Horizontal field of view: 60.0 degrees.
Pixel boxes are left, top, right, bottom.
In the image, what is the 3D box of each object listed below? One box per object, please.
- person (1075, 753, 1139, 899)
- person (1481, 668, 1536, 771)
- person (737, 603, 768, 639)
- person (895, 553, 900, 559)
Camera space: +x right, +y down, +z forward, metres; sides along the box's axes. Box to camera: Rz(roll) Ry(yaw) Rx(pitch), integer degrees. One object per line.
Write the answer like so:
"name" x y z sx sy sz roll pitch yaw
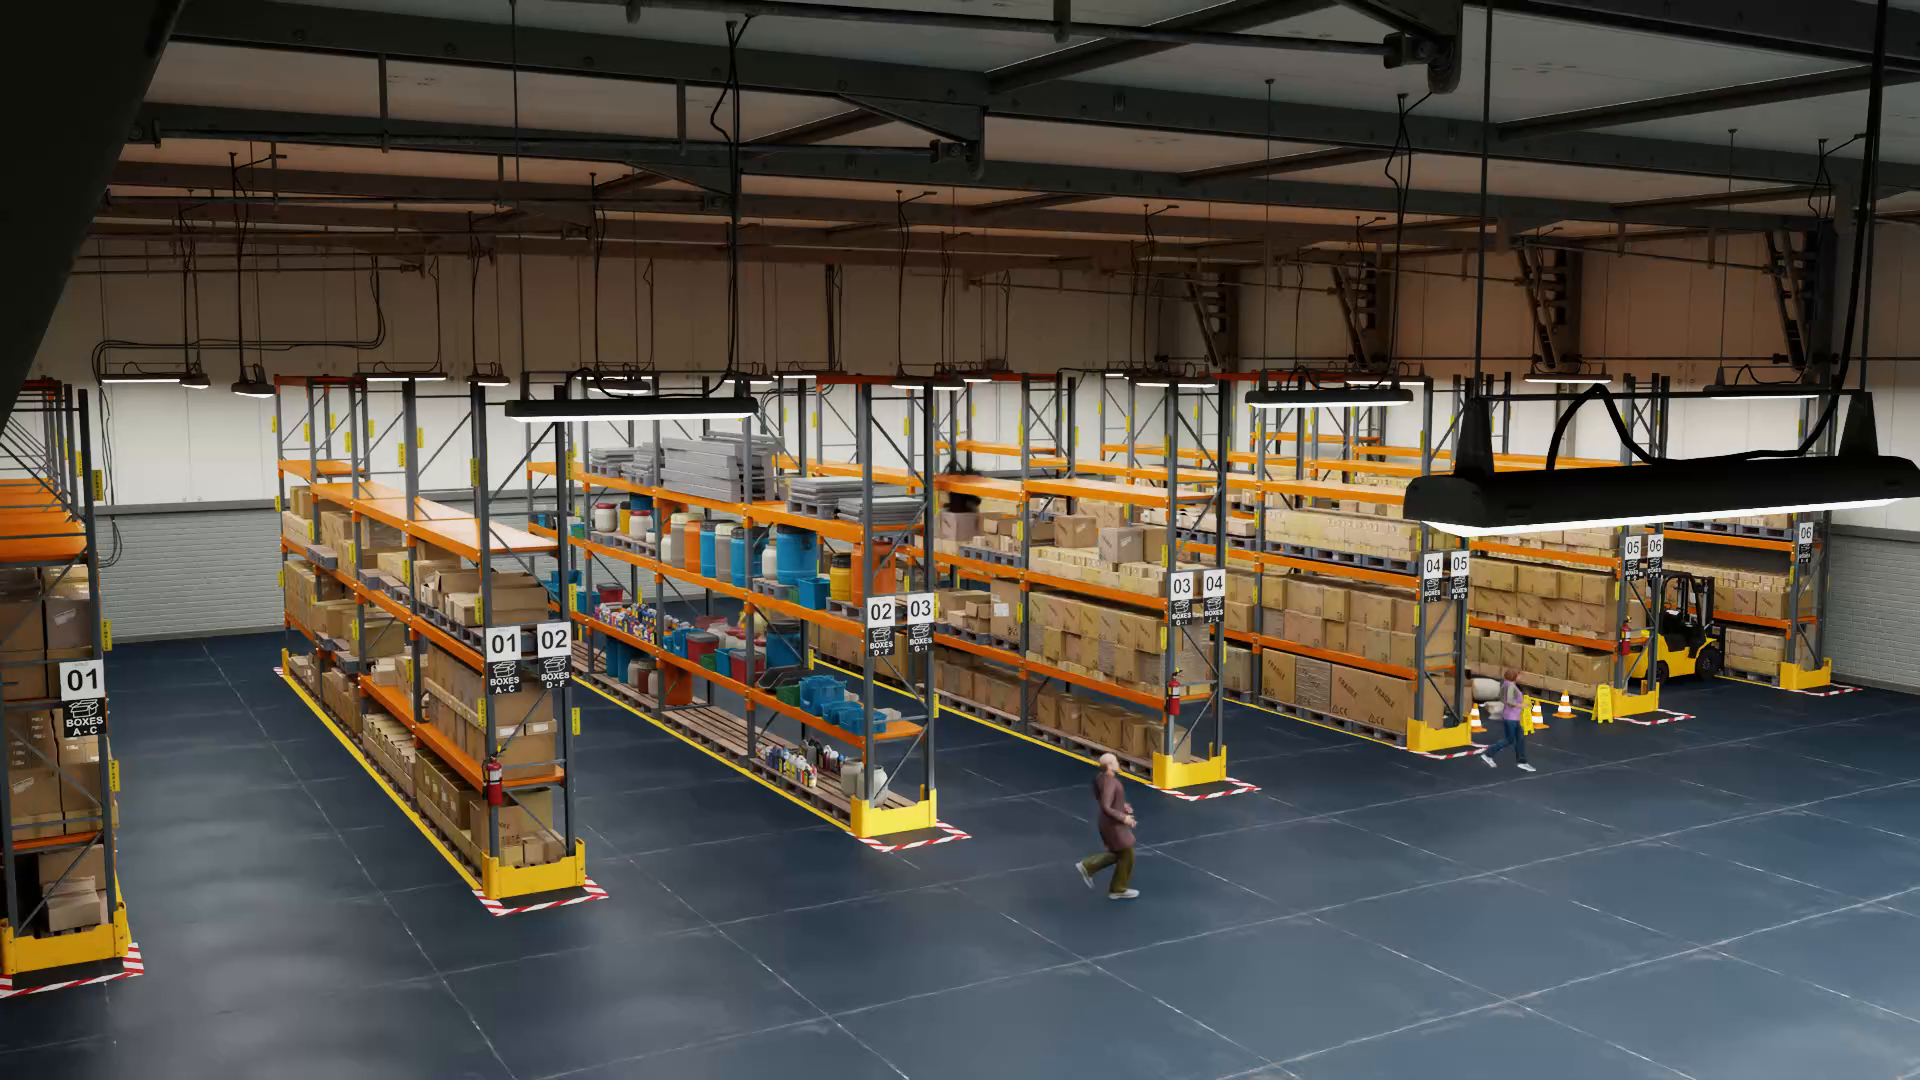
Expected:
"person" 1.738 3.345 19.448 0.746 1.729 0.712 -1 6 -6
"person" 8.413 2.747 25.432 0.807 1.607 0.546 2 7 18
"person" -3.954 1.954 32.225 0.575 1.652 0.970 -5 8 -37
"person" -1.612 1.135 39.837 0.746 1.693 0.560 0 6 -1
